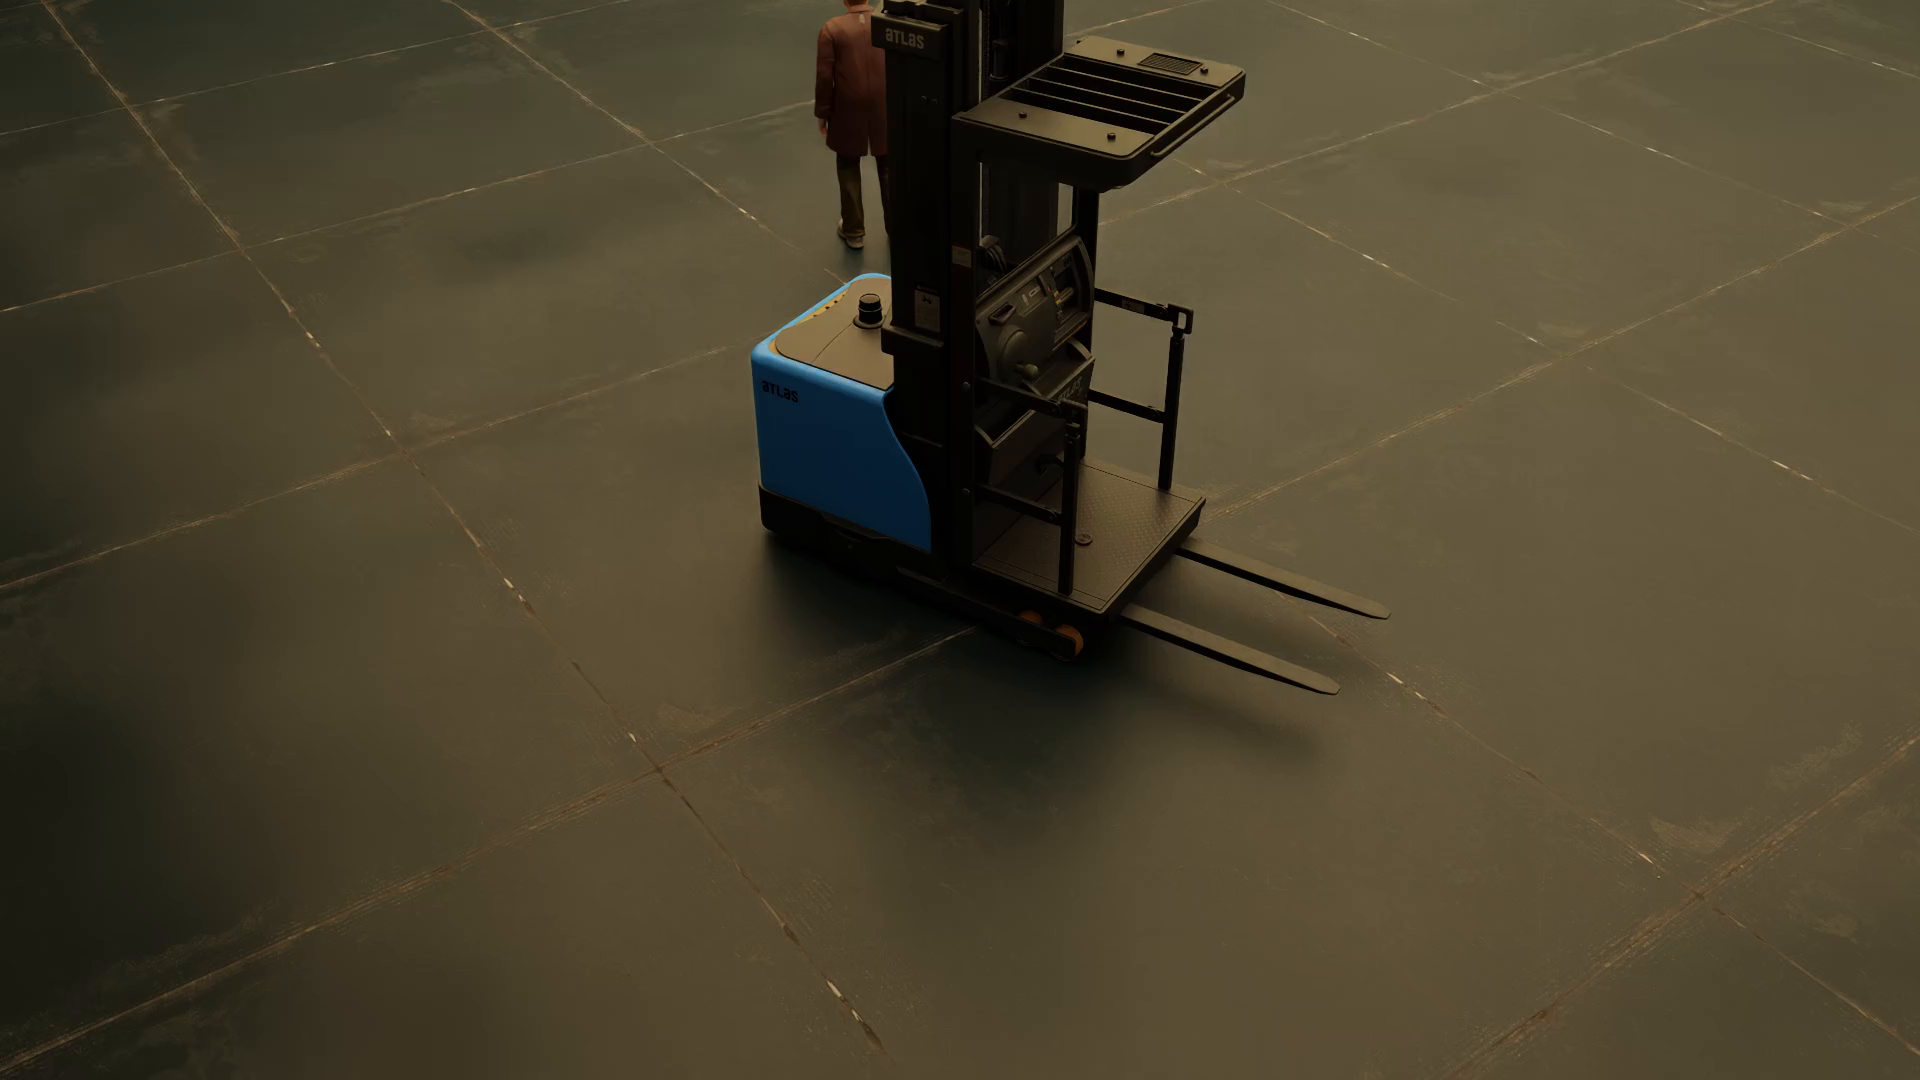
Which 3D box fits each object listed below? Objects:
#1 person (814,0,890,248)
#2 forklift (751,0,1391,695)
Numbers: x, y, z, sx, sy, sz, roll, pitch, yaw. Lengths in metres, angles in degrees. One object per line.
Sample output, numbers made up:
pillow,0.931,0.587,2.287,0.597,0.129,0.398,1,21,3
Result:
person,-0.614,-2.733,10.616,0.644,1.772,0.436,-7,37,-9
forklift,0.514,-0.985,7.276,3.031,2.935,1.130,21,41,26
